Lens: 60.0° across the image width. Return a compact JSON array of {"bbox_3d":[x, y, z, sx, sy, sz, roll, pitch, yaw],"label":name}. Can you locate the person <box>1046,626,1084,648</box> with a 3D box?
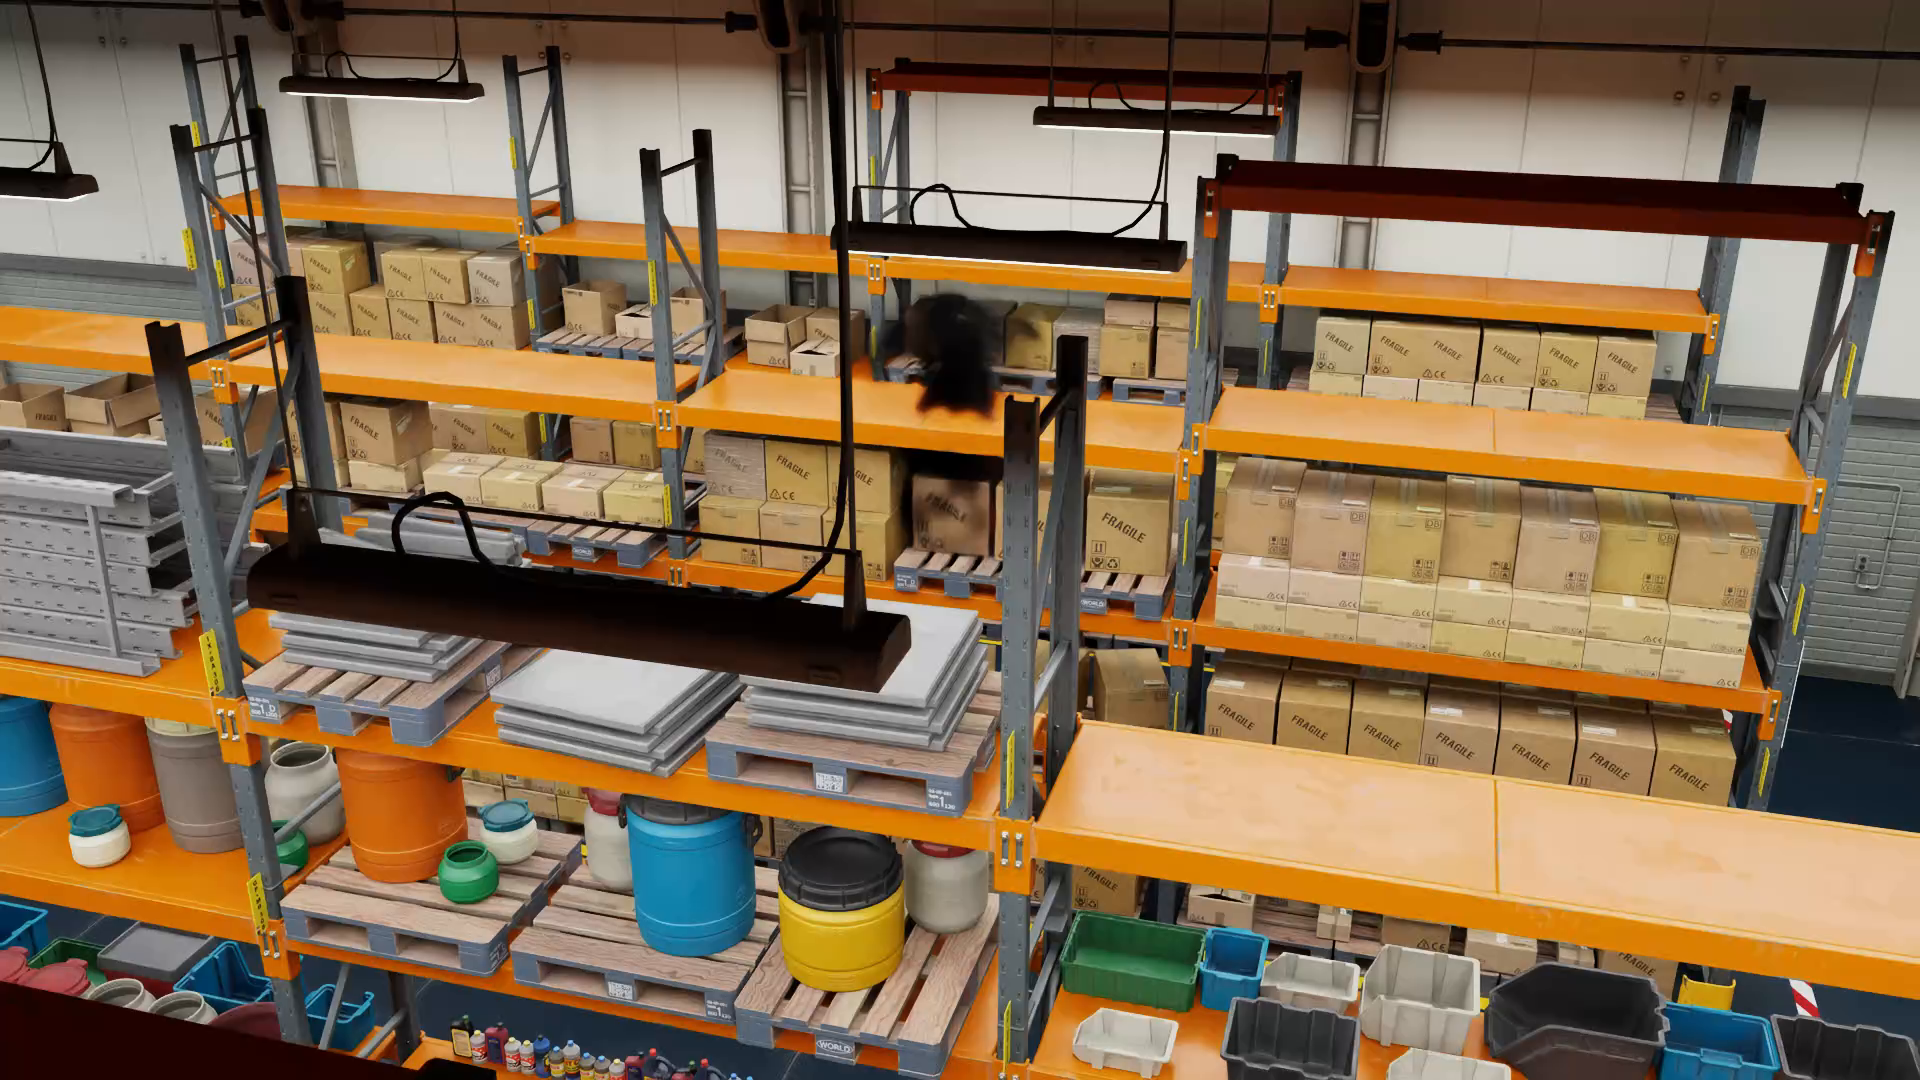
[{"bbox_3d":[1.067,1.213,15.643,0.708,1.714,0.717,0,23,0],"label":"person"}]
